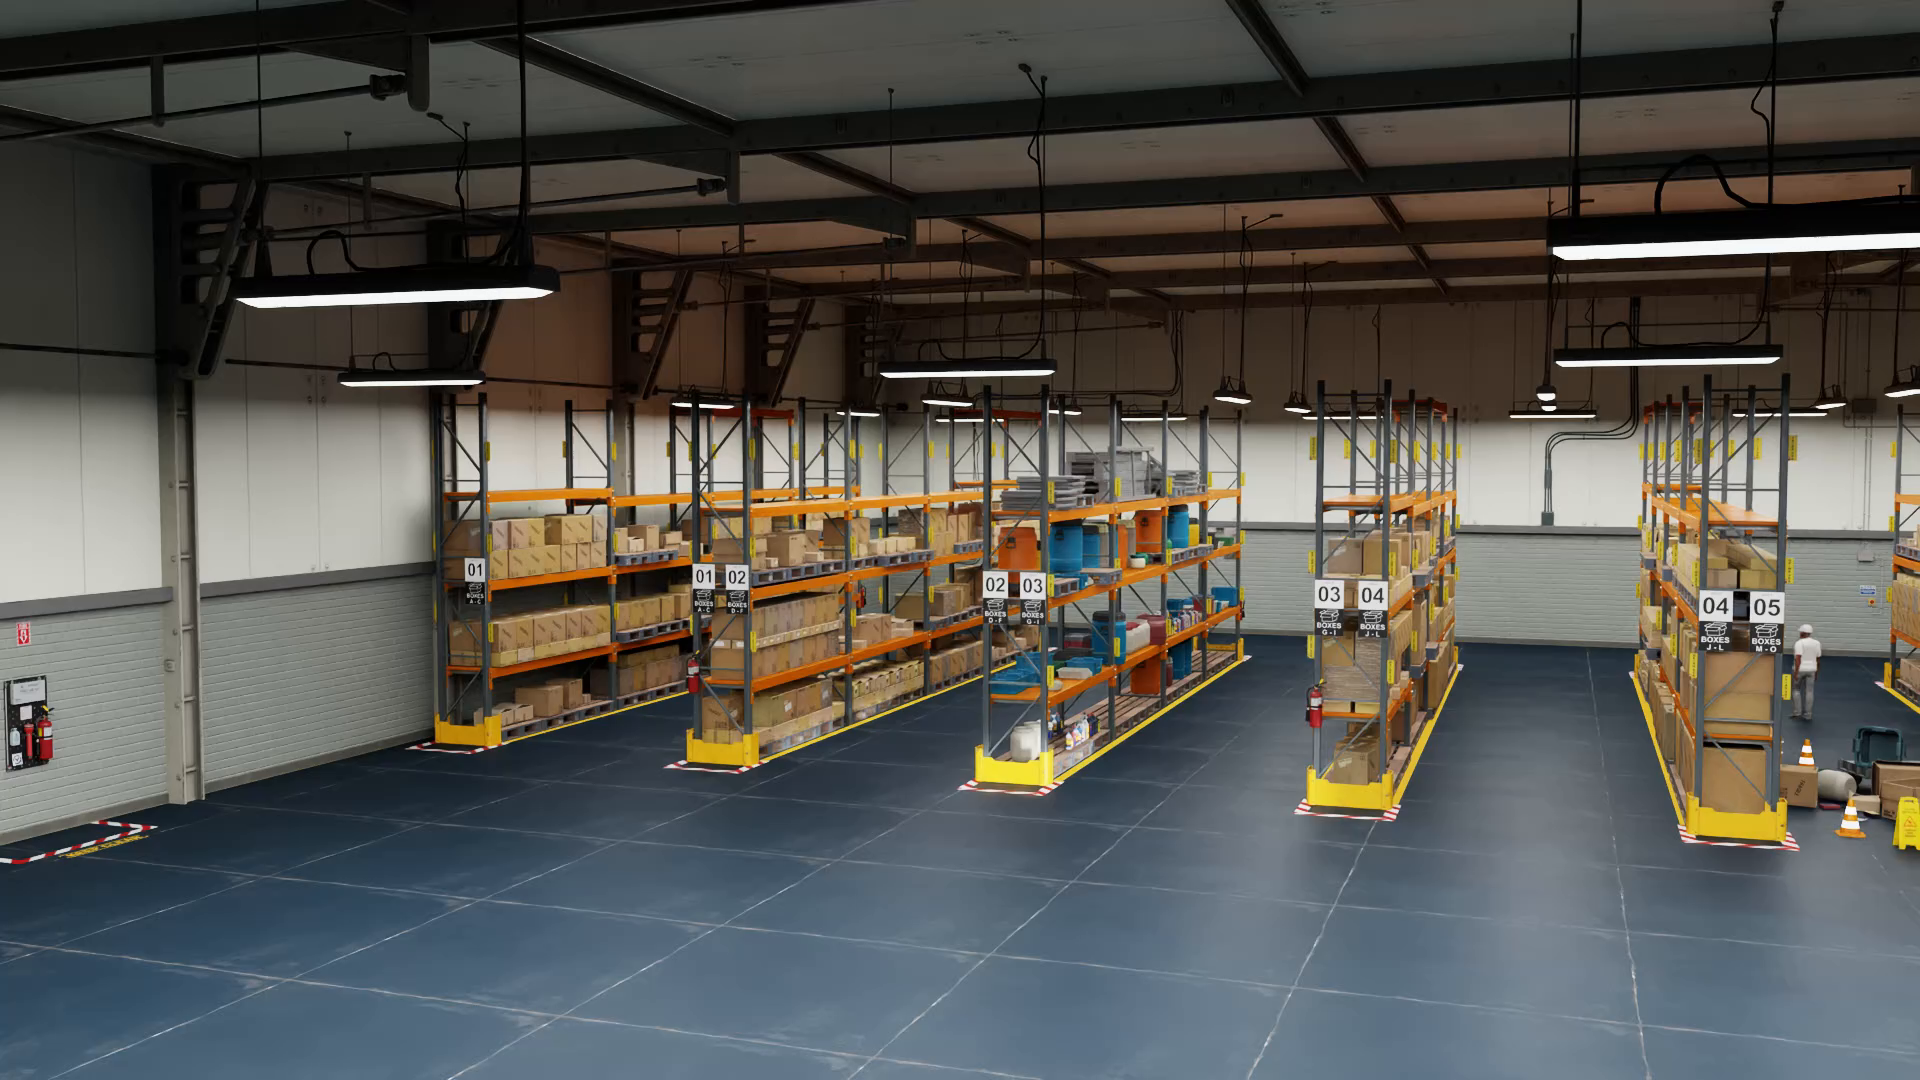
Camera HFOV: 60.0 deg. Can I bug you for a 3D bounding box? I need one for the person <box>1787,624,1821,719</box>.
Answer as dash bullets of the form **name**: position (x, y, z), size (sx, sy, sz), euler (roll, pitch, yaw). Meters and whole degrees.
- **person**: position (15.840, 2.490, 31.096), size (0.531, 1.808, 0.602), euler (1, 3, 12)
